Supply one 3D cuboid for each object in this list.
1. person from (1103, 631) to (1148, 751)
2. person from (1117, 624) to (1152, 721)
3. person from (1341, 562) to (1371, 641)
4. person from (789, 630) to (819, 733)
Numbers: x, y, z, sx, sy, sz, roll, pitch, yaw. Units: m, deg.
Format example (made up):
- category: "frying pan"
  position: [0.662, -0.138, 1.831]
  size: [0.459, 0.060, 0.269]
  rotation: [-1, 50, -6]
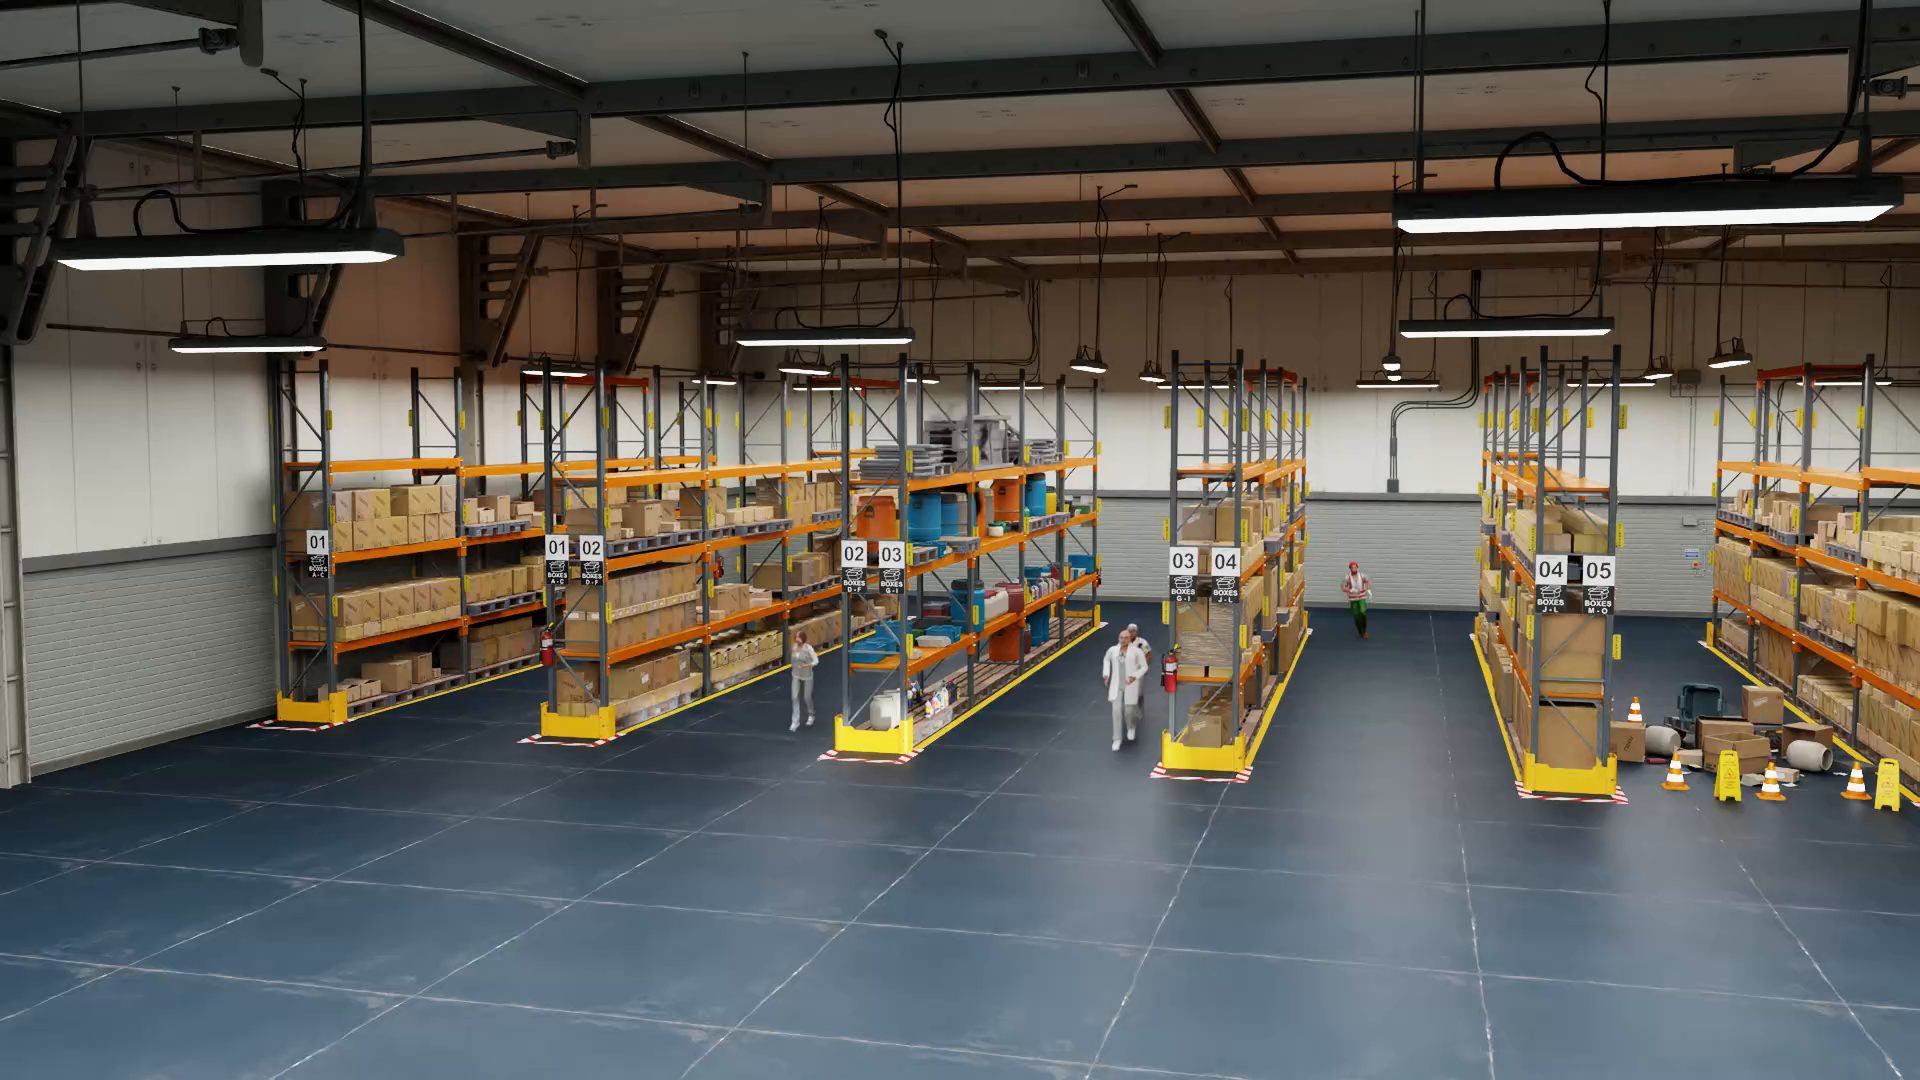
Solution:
- category: "person"
  position: [2.527, 2.281, 25.561]
  size: [0.732, 1.796, 1.006]
  rotation: [1, 4, 17]
- category: "person"
  position: [2.857, 2.200, 27.580]
  size: [0.603, 1.628, 0.573]
  rotation: [1, 4, 14]
- category: "person"
  position: [9.081, 1.380, 38.115]
  size: [0.687, 1.785, 0.681]
  rotation: [1, 4, 11]
- category: "person"
  position: [-2.518, 2.267, 26.909]
  size: [0.530, 1.637, 0.730]
  rotation: [1, 4, 15]
